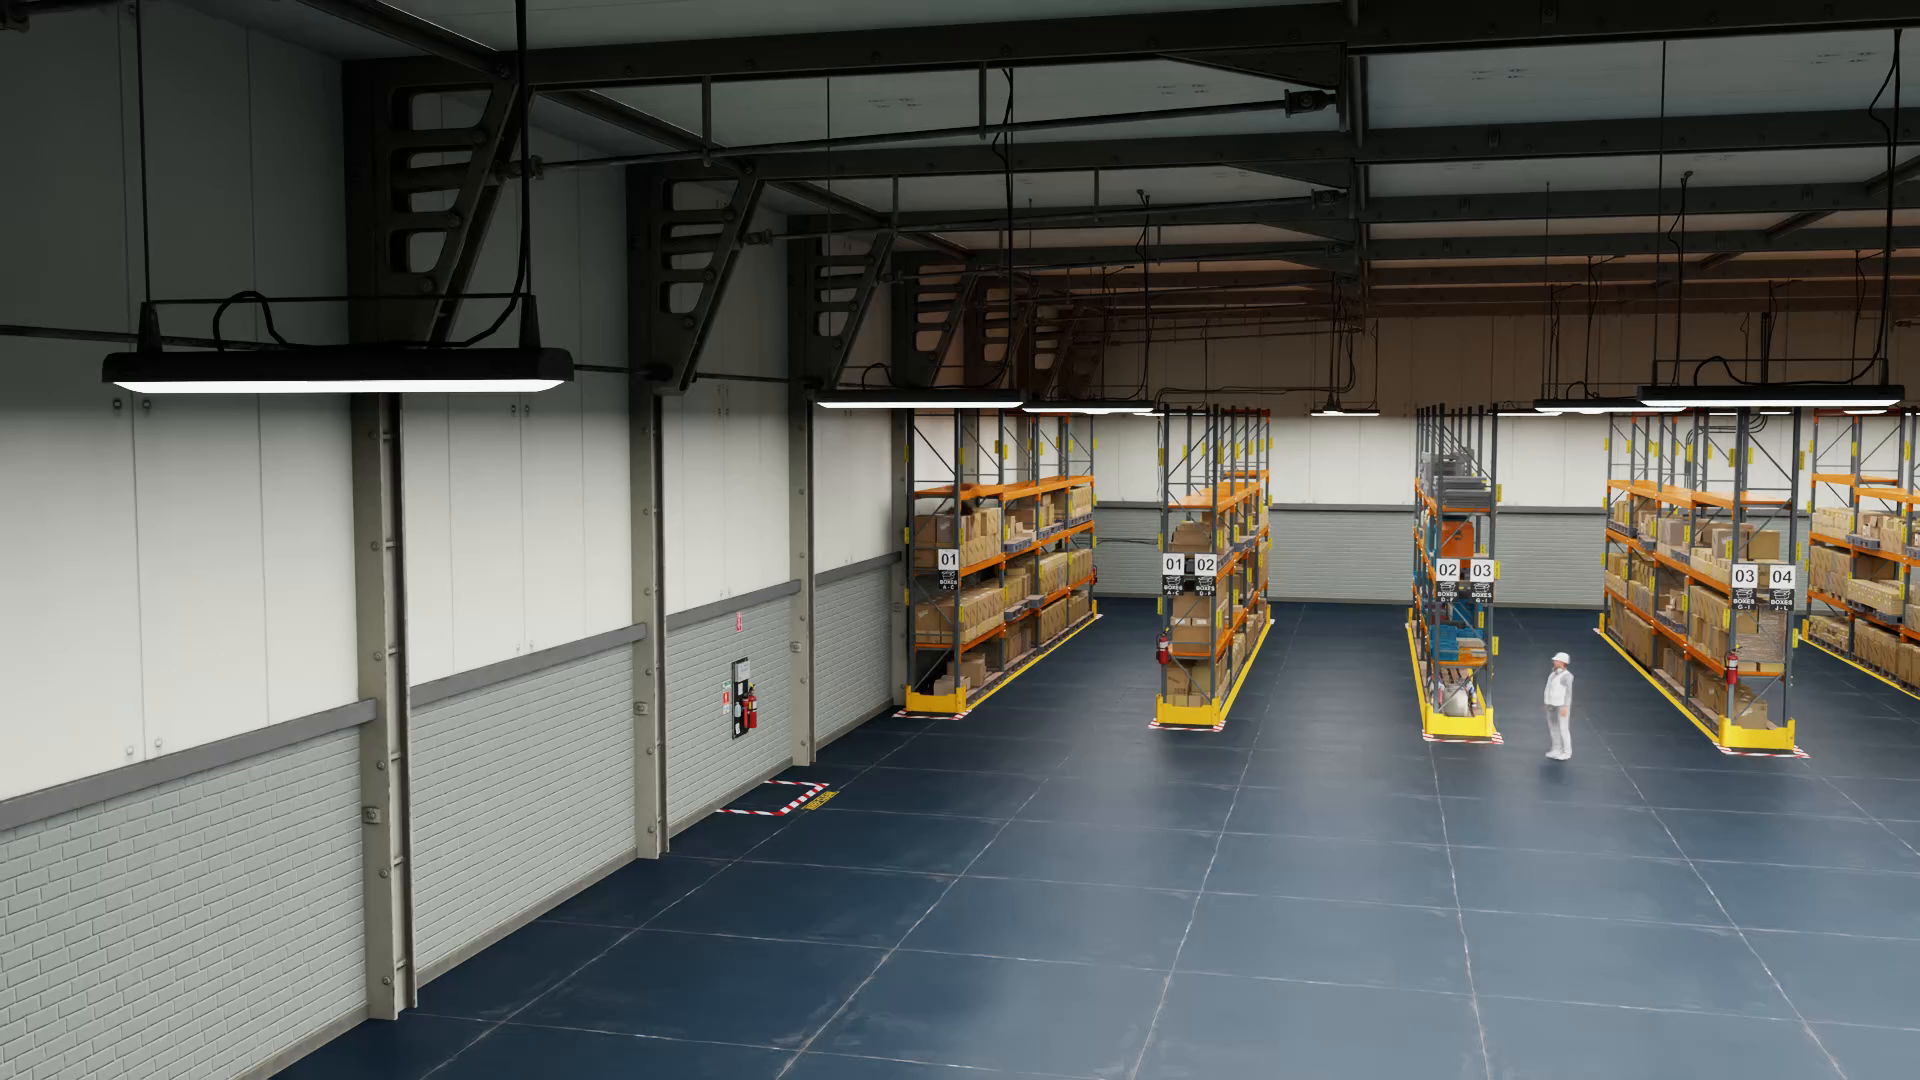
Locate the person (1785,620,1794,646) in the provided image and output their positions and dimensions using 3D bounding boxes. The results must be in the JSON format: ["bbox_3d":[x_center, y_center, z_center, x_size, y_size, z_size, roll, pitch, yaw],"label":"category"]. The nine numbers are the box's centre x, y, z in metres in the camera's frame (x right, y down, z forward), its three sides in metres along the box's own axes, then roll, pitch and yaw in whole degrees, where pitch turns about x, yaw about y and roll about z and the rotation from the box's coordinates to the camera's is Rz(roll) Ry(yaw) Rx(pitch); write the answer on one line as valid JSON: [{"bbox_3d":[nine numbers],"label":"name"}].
[{"bbox_3d":[19.423,2.027,39.297,0.488,1.671,0.446,0,4,3],"label":"person"}]

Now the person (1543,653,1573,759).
[{"bbox_3d":[10.092,2.798,28.122,0.501,1.781,0.607,-2,5,-30],"label":"person"}]
